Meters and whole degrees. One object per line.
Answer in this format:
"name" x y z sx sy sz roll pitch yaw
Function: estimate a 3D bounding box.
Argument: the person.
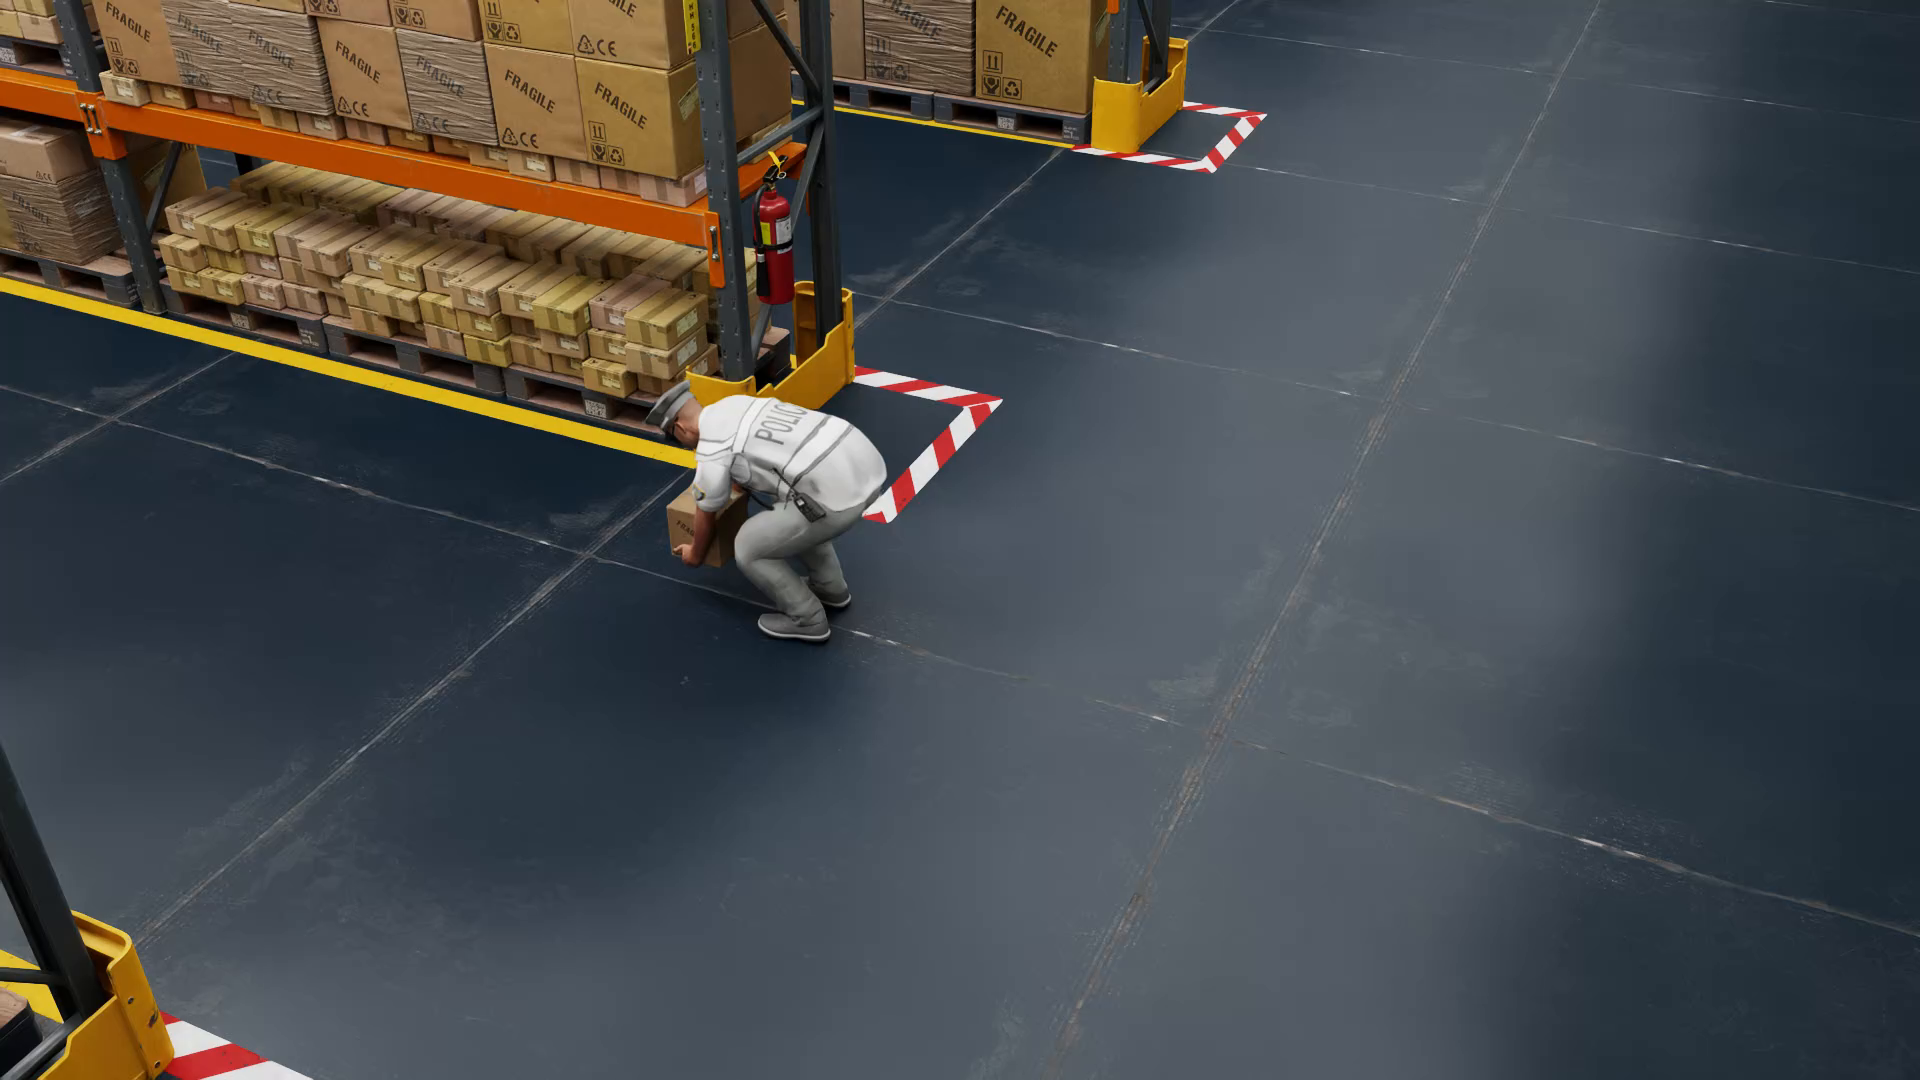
"person" -0.815 -0.137 6.995 1.027 1.035 0.535 13 36 18
